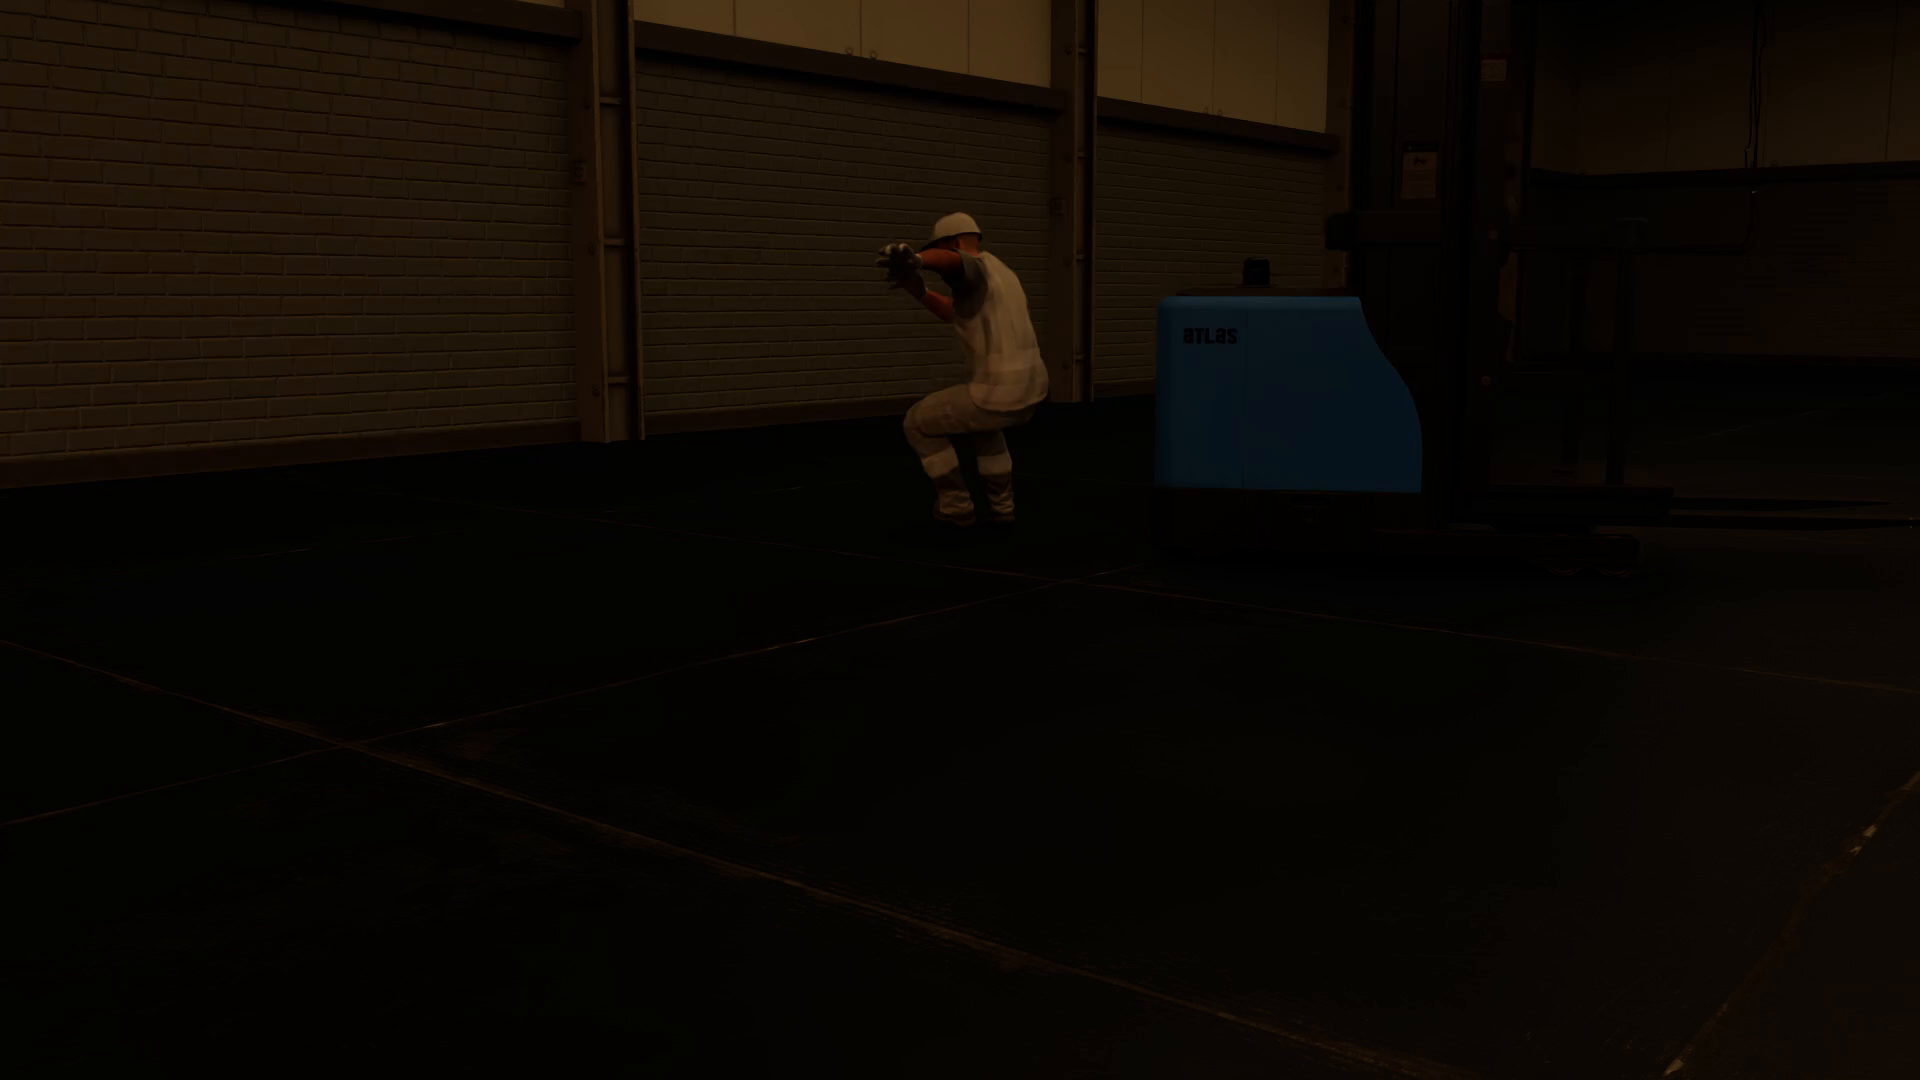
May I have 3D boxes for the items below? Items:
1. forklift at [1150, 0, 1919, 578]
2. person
[{"bbox_3d":[2.346,-1.387,6.761,3.031,2.935,1.130,2,8,10],"label":"forklift"},{"bbox_3d":[-0.044,-0.692,7.213,0.741,1.450,1.501,5,10,31],"label":"person"}]
